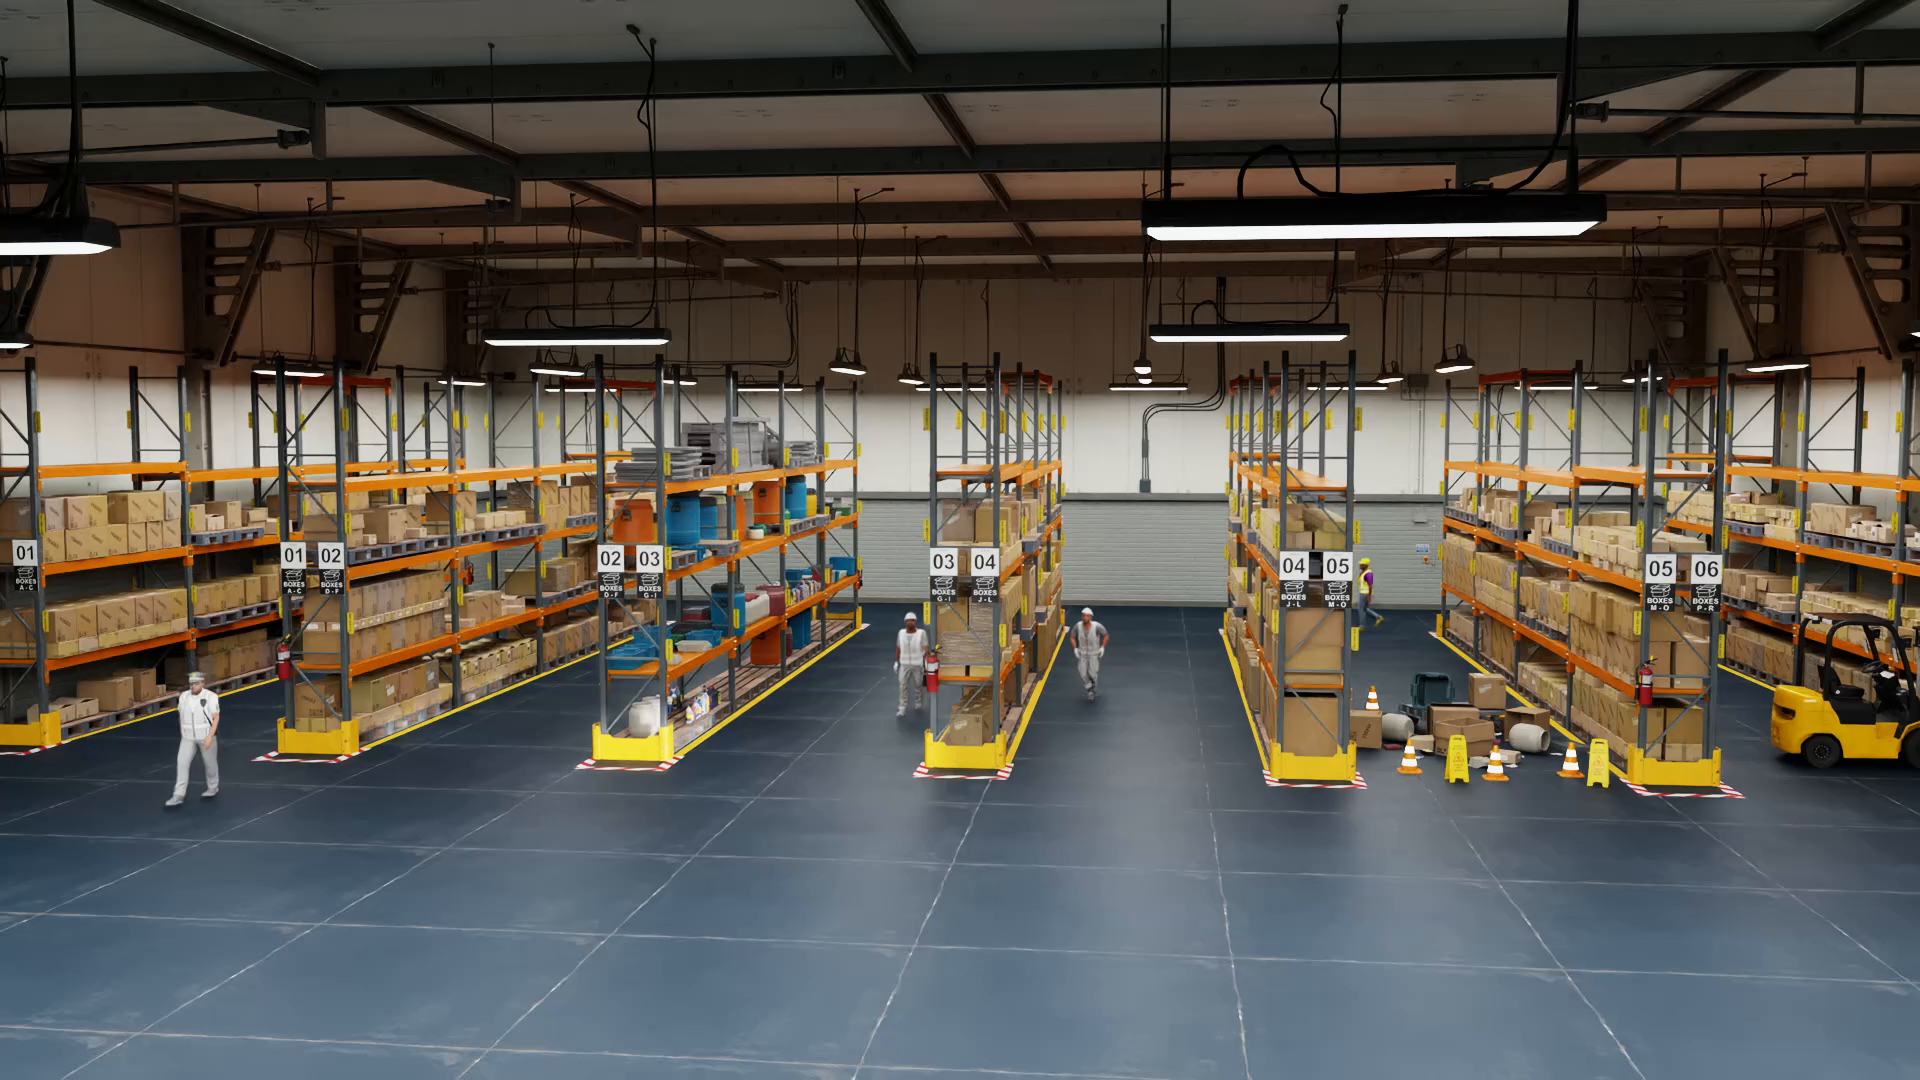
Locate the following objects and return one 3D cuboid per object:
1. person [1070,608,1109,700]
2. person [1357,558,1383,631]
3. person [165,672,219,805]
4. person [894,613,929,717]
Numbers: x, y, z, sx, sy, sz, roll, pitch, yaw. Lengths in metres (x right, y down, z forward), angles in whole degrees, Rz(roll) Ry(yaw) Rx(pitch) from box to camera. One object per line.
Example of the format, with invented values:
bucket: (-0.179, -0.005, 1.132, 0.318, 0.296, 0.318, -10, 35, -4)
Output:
person: (2.327, 2.048, 29.926, 0.690, 1.689, 0.613, 1, 4, 15)
person: (9.799, 1.299, 39.899, 0.720, 1.753, 0.559, 1, 4, 15)
person: (-10.036, 2.578, 21.834, 0.572, 1.710, 0.992, -1, 4, -10)
person: (-0.849, 2.109, 28.392, 0.643, 1.718, 1.064, 1, 4, 10)
